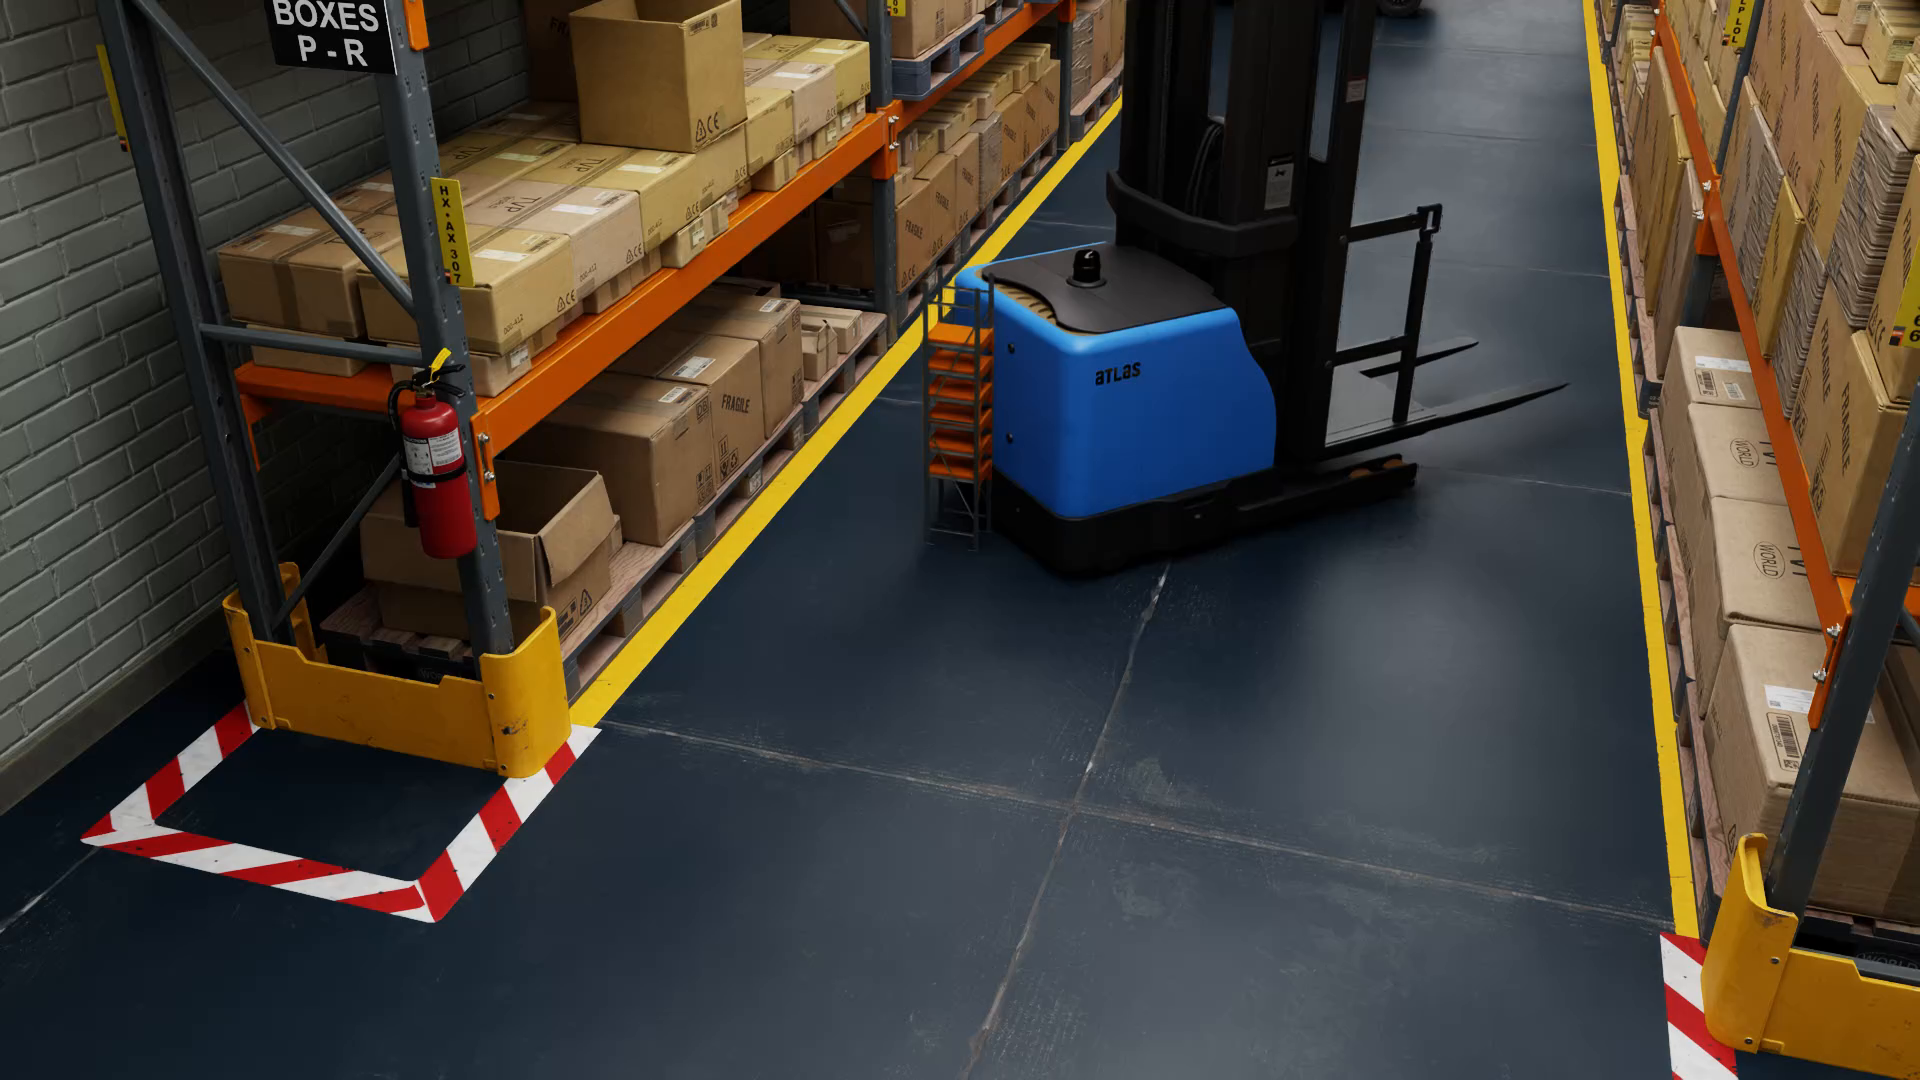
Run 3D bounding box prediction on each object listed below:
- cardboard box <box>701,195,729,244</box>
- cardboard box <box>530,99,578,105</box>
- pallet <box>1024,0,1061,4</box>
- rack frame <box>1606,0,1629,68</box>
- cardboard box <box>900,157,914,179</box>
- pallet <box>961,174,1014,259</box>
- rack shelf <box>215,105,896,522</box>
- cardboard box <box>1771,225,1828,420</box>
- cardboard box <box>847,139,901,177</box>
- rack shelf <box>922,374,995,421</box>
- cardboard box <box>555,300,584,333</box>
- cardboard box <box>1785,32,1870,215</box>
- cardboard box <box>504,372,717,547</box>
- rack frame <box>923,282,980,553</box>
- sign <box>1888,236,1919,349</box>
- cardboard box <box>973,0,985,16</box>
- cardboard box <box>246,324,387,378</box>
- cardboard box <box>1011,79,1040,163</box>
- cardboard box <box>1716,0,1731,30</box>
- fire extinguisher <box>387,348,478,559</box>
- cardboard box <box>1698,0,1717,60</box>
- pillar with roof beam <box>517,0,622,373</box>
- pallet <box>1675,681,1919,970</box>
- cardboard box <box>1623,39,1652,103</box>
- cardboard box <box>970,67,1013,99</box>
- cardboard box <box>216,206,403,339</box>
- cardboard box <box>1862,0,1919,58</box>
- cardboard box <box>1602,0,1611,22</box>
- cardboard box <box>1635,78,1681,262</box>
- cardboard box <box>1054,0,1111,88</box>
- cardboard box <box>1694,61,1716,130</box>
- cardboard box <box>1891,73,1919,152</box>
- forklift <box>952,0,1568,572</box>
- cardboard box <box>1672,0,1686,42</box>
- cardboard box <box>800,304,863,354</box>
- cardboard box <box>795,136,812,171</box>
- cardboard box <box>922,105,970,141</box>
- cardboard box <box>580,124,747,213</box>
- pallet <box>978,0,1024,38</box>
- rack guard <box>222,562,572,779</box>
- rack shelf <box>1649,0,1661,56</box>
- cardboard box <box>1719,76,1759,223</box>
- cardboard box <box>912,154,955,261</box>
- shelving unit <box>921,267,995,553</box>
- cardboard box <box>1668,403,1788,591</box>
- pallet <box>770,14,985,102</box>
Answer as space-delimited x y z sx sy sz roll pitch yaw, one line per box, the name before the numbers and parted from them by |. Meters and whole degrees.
cardboard box | -1.174 -1.324 6.803 0.380 0.149 0.250 9 30 16
cardboard box | -1.540 -1.862 7.359 0.500 0.250 0.500 9 30 16
pallet | 0.200 -3.912 11.395 1.213 0.211 1.003 8 30 15
rack frame | 6.252 -5.474 14.004 1.000 3.000 0.127 8 30 15
cardboard box | -0.475 -2.105 9.421 0.380 0.149 0.250 8 30 13
pallet | -0.283 -2.196 10.980 1.003 0.211 1.213 8 30 15
rack shelf | -1.429 -1.218 7.095 1.077 0.370 4.000 8 30 15
cardboard box | 2.922 -0.674 5.273 0.500 0.500 0.500 9 30 16
cardboard box | -0.541 -2.104 9.113 0.380 0.149 0.250 8 30 14
rack shelf | -0.006 -0.595 6.930 0.258 0.103 0.180 9 30 16
cardboard box | -1.583 -0.859 5.967 0.380 0.149 0.250 8 30 14
cardboard box | 3.067 -1.345 5.451 0.500 0.500 0.500 8 30 14
cardboard box | -1.458 -0.357 6.945 0.700 0.500 0.500 10 31 17
rack frame | -0.035 -0.487 6.891 0.240 1.200 0.006 9 30 16
sign | 2.215 -0.590 3.791 0.100 0.325 0.005 8 30 15
cardboard box | -0.068 -3.178 9.583 0.396 0.266 0.258 10 31 17
cardboard box | -2.176 -0.686 5.656 0.380 0.149 0.250 8 30 14
cardboard box | 0.256 -2.954 11.614 0.500 0.500 0.500 8 30 14
cardboard box | 3.940 -2.721 7.925 0.500 0.500 0.500 9 30 16
fire extinguisher | -1.618 -0.272 5.117 0.296 0.674 0.183 8 30 15
cardboard box | 4.087 -2.623 8.520 0.500 0.250 0.500 9 30 16
pillar with roof beam | 2.207 -4.275 5.678 9.100 9.000 0.400 8 30 15
pallet | 2.890 0.939 5.345 1.003 0.211 1.213 8 30 15
cardboard box | 5.690 -3.607 12.919 0.950 0.372 0.625 10 30 17
cardboard box | 0.138 -3.067 11.149 0.380 0.149 0.250 9 30 16
cardboard box | -2.135 -0.919 5.666 0.500 0.250 0.500 9 30 16
cardboard box | 3.061 -1.576 5.200 0.380 0.149 0.250 9 30 16
cardboard box | 6.315 -5.017 15.580 0.500 0.250 0.500 8 30 14
cardboard box | 4.530 -2.147 9.777 0.875 0.875 0.875 9 30 15
cardboard box | 0.712 -4.060 13.473 0.875 0.625 0.625 9 30 17
cardboard box | 3.945 -2.171 8.222 0.500 0.250 0.500 8 30 14
cardboard box | 2.690 -1.110 4.361 0.380 0.149 0.250 8 30 14
forklift | 1.505 -1.648 7.197 3.031 2.935 1.130 -15 32 -25
cardboard box | 4.560 -3.116 9.921 0.500 0.250 0.500 8 30 13
cardboard box | -0.725 -1.099 8.641 0.380 0.149 0.250 8 30 13
cardboard box | -0.906 -1.802 7.662 0.380 0.149 0.250 9 30 16
cardboard box | -0.159 -2.581 10.277 0.380 0.149 0.250 10 30 17
cardboard box | -1.203 -1.551 6.801 0.500 0.250 0.500 8 30 14
pallet | -0.235 -3.333 10.353 1.003 0.211 1.213 8 30 15
rack guard | -1.994 0.454 5.920 1.175 0.500 0.348 8 30 15
rack shelf | 5.665 -4.230 12.508 1.077 0.370 4.000 8 30 15
cardboard box | 3.516 -1.619 6.971 0.500 0.500 0.500 9 30 17
cardboard box | -0.338 -1.995 9.890 0.500 0.500 0.500 8 30 14
shelving unit | -0.007 -0.529 6.967 0.258 1.200 0.189 9 30 16
cardboard box | 3.355 -0.127 6.596 0.875 0.438 0.875 8 30 13
pallet | -0.503 -2.734 9.277 1.003 0.211 1.213 8 30 15
